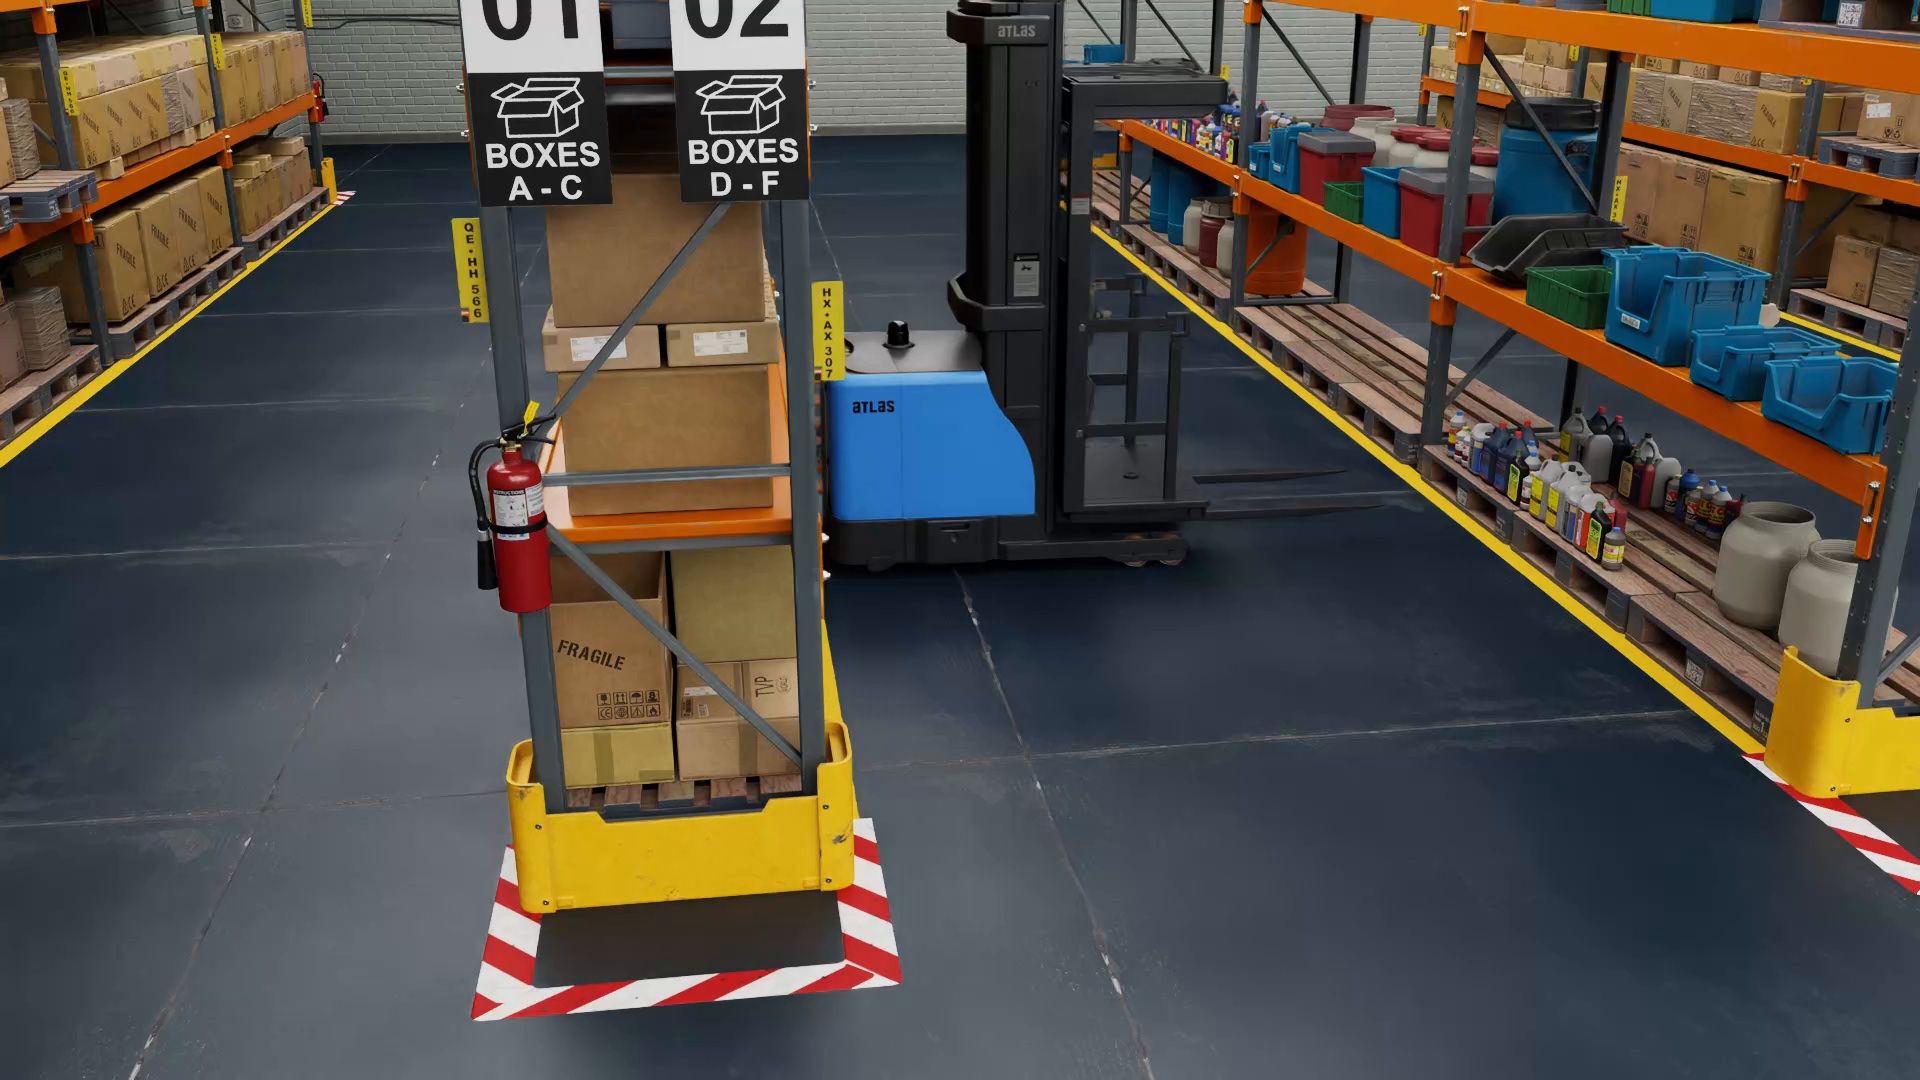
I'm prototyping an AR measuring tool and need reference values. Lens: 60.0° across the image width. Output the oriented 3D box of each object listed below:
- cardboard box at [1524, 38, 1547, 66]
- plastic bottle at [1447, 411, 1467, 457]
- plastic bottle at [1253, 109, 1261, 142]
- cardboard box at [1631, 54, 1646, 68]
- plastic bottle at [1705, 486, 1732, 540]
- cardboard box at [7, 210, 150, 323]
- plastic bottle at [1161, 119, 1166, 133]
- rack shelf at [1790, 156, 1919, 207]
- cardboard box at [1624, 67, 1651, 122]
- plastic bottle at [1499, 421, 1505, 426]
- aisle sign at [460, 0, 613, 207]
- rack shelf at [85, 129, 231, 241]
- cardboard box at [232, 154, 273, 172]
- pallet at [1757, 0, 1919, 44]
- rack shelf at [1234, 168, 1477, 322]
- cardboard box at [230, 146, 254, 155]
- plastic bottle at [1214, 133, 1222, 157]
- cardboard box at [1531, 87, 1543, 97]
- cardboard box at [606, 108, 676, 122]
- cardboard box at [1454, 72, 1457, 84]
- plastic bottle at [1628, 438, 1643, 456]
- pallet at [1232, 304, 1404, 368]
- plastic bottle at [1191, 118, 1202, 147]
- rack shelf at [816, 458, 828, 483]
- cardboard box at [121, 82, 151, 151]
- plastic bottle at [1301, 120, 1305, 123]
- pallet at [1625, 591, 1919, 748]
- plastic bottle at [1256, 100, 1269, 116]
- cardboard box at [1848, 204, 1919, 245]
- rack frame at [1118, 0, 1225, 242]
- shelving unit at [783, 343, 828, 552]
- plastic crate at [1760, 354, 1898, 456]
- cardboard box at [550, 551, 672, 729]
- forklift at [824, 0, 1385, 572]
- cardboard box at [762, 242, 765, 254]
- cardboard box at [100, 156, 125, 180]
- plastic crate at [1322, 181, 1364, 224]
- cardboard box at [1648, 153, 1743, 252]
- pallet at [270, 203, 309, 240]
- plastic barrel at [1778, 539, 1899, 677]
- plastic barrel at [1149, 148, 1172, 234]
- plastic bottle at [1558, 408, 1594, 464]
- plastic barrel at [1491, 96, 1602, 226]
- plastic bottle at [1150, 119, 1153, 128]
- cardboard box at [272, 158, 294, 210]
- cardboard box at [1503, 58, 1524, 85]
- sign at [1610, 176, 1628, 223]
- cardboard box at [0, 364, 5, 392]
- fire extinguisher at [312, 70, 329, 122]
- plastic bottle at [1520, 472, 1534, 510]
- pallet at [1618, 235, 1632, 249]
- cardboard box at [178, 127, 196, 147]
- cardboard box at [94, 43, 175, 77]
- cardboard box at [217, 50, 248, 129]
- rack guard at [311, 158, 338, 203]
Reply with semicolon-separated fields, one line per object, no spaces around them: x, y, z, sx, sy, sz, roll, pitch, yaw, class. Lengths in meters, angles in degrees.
6.698;-5.600;18.640;0.500;0.500;0.500;-3;21;-7;cardboard box
2.962;-0.636;9.903;0.097;0.271;0.097;0;20;0;plastic bottle
2.680;-3.850;15.307;0.144;0.351;0.185;-3;21;-8;plastic bottle
7.198;-5.156;17.158;0.797;0.503;0.637;-3;21;-9;cardboard box
3.924;-0.146;8.590;0.097;0.271;0.097;0;20;0;plastic bottle
-7.007;-2.177;13.229;0.750;0.750;0.750;-3;21;-8;cardboard box
2.019;-4.052;15.956;0.152;0.276;0.135;-3;21;-8;plastic bottle
7.962;-2.446;12.506;1.077;0.370;4.000;-3;21;-8;rack shelf
6.990;-4.561;16.998;0.500;0.500;0.500;-3;21;-8;cardboard box
3.141;-0.537;9.620;0.061;0.283;0.133;-3;21;-8;plastic bottle
-1.257;-1.387;4.928;0.394;0.787;0.004;-3;21;-8;aisle sign
-7.319;-3.081;14.207;1.077;0.370;4.000;-3;21;-8;rack shelf
-7.558;-4.013;17.719;0.380;0.149;0.250;-4;21;-9;cardboard box
3.904;-2.064;6.437;1.003;0.211;1.213;-3;21;-8;pallet
3.061;-2.196;11.837;1.077;0.370;4.000;-3;21;-8;rack shelf
-8.053;-4.271;18.410;0.380;0.149;0.250;-3;21;-7;cardboard box
2.246;-3.405;14.331;0.097;0.201;0.097;0;20;0;plastic bottle
6.655;-5.010;18.701;0.380;0.149;0.250;-3;21;-9;cardboard box
-1.265;-1.572;7.141;0.700;0.500;0.500;-3;21;-8;cardboard box
6.360;-5.720;20.604;0.380;0.149;0.250;-3;21;-9;cardboard box
3.820;-0.445;9.374;0.061;0.283;0.133;-2;21;-4;plastic bottle
2.846;-1.649;13.330;1.003;0.211;1.213;-3;21;-8;pallet
2.128;-3.685;14.962;0.061;0.283;0.133;-3;21;-8;plastic bottle
-0.843;-0.370;8.962;0.258;0.103;0.180;-2;21;-5;rack shelf
-6.984;-3.456;13.586;0.500;0.500;0.500;-3;21;-8;cardboard box
2.989;-3.546;14.590;0.061;0.283;0.133;-3;21;-8;plastic bottle
3.757;0.545;7.455;1.003;0.211;1.213;-3;21;-8;pallet
2.811;-3.904;15.453;0.144;0.351;0.185;-3;21;-8;plastic bottle
7.800;-2.631;13.846;0.500;0.250;0.500;-2;21;-6;cardboard box
2.196;-4.610;17.273;1.000;3.000;0.127;-3;21;-8;rack frame
-0.842;-0.524;8.904;0.258;1.200;0.189;-2;21;-5;shelving unit
3.558;-0.544;6.599;0.499;0.251;0.616;-3;21;-8;plastic crate
-1.348;0.362;6.217;0.500;0.500;0.500;-3;21;-8;cardboard box
0.782;-1.413;8.809;3.031;2.935;1.130;-2;21;-6;forklift
-1.007;-1.150;6.939;0.380;0.149;0.250;-3;21;-8;cardboard box
-6.831;-2.927;13.097;0.380;0.149;0.250;-2;21;-6;cardboard box
2.819;-2.330;11.470;0.450;0.188;0.662;-3;21;-8;plastic crate
7.474;-3.226;16.002;1.225;0.875;0.875;-3;21;-8;cardboard box
-7.819;-3.495;18.272;1.003;0.211;1.213;-3;21;-8;pallet
3.756;0.289;7.111;0.421;0.512;0.421;0;20;0;plastic barrel
2.258;-3.635;17.060;0.600;0.901;0.708;-3;21;-8;plastic barrel
3.585;-0.590;9.666;0.144;0.351;0.185;-3;21;-8;plastic bottle
3.594;-2.224;10.168;0.600;0.901;0.708;-3;21;-8;plastic barrel
1.928;-4.202;16.365;0.097;0.271;0.097;0;20;0;plastic bottle
-7.839;-3.937;18.442;0.700;0.500;0.500;-4;21;-10;cardboard box
6.623;-5.425;19.243;0.500;0.250;0.500;-2;21;-7;cardboard box
3.895;-1.994;9.873;0.100;0.325;0.005;-3;21;-8;sign
-6.817;-1.159;10.977;0.700;0.500;0.500;-3;21;-8;cardboard box
-7.749;-5.360;19.924;0.296;0.674;0.183;-3;21;-8;fire extinguisher
3.100;-0.271;9.025;0.097;0.201;0.097;0;20;0;plastic bottle
7.283;-3.291;17.725;1.003;0.211;1.213;-3;21;-8;pallet
-7.130;-3.633;14.987;0.380;0.149;0.250;-3;21;-8;cardboard box
-7.149;-4.155;14.384;0.500;0.250;0.500;-3;21;-7;cardboard box
-7.669;-4.440;16.388;0.980;0.700;0.700;-3;21;-7;cardboard box
-8.187;-4.333;20.103;1.175;0.500;0.348;-3;21;-8;rack guard
